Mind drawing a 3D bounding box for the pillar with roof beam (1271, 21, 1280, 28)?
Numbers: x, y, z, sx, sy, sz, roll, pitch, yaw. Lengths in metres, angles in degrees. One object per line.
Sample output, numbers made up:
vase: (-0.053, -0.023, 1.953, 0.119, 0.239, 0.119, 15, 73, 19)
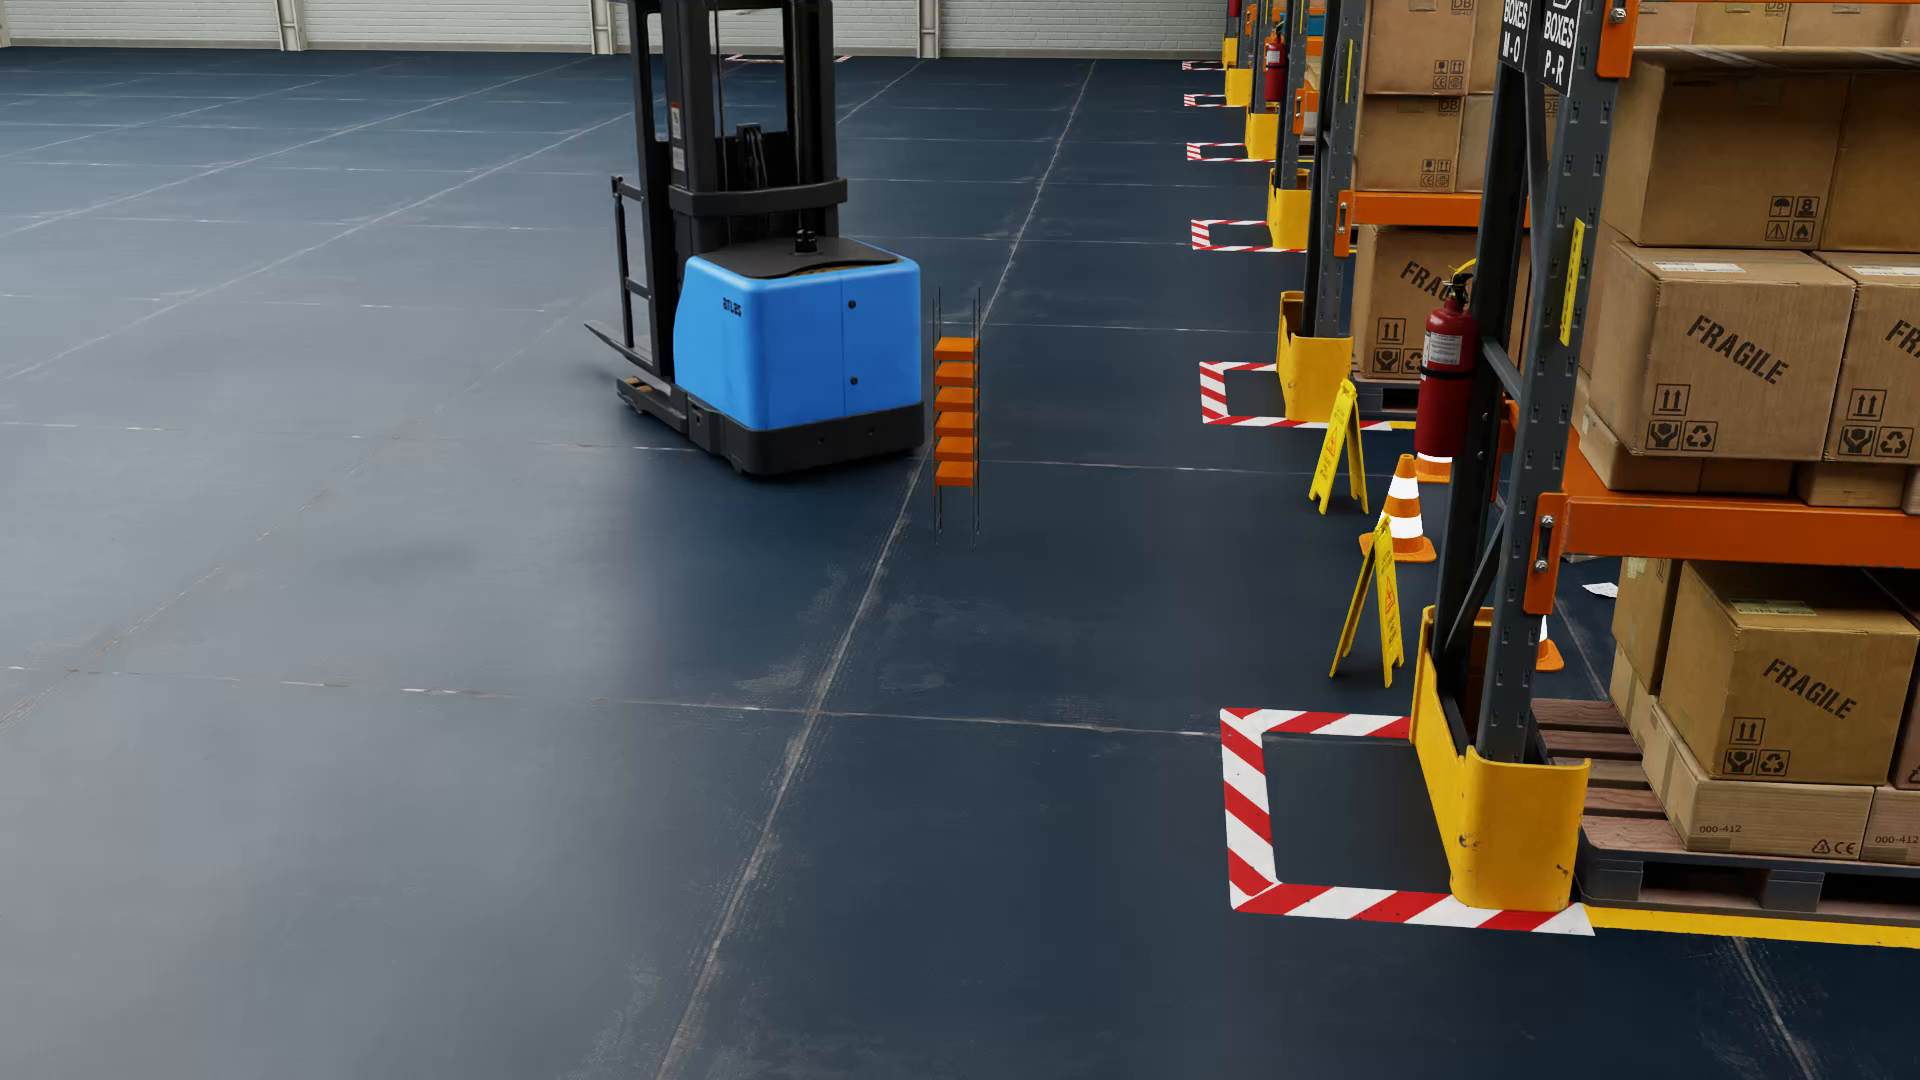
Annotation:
pillar with roof beam: (4.892, -11.027, 23.593, 0.400, 9.000, 9.100, 2, 22, 6)

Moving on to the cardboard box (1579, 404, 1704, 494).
cardboard box: (1.999, -0.273, 4.892, 0.250, 0.149, 0.380, 3, 22, 7)

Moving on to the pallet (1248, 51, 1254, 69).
pallet: (5.479, -8.175, 28.332, 1.213, 0.211, 1.003, 2, 22, 6)

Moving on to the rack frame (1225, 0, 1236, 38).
rack frame: (4.601, -9.524, 27.949, 0.127, 3.000, 1.000, 2, 22, 6)

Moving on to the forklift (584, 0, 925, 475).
forklift: (-1.399, -2.189, 9.491, 1.130, 2.935, 3.031, -13, 25, -29)

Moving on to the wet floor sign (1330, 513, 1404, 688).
wet floor sign: (1.624, 0.216, 6.516, 0.232, 0.644, 0.267, 11, 24, 25)

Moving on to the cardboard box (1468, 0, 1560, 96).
cardboard box: (3.089, -2.843, 9.379, 0.550, 0.550, 0.875, 2, 22, 6)

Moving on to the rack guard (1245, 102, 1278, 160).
rack guard: (3.516, -4.758, 19.295, 0.348, 0.500, 1.175, 2, 22, 6)

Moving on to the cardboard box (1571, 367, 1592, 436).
cardboard box: (2.083, -0.425, 5.277, 0.250, 0.149, 0.380, 3, 22, 8)

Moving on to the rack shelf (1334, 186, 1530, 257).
rack shelf: (4.155, -1.871, 9.570, 4.000, 0.370, 1.077, 2, 22, 6)

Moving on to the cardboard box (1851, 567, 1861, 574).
cardboard box: (3.031, 0.216, 5.464, 0.500, 0.500, 0.500, 3, 22, 8)

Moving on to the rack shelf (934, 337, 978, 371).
rack shelf: (-0.014, -0.852, 7.605, 0.180, 0.103, 0.258, 2, 22, 6)

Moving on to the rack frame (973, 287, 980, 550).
rack frame: (0.076, -0.555, 7.711, 0.006, 1.200, 0.240, 2, 22, 6)

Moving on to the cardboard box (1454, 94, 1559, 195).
cardboard box: (3.091, -2.346, 9.590, 0.550, 0.550, 0.875, 2, 22, 6)

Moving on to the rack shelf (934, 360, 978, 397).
rack shelf: (-0.014, -0.740, 7.649, 0.180, 0.103, 0.258, 2, 22, 6)

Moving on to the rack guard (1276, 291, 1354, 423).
rack guard: (2.145, -1.130, 10.119, 0.348, 0.500, 1.175, 2, 22, 6)

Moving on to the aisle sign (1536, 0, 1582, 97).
aisle sign: (1.588, -1.578, 4.316, 0.004, 0.787, 0.394, 2, 22, 6)

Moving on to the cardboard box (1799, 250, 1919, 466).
cardboard box: (2.639, -0.522, 4.639, 0.500, 0.500, 0.500, 3, 22, 8)

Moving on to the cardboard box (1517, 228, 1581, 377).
cardboard box: (3.724, -1.456, 9.862, 0.875, 0.875, 0.875, 2, 22, 5)

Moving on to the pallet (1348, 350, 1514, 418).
pallet: (2.972, -0.989, 10.154, 1.213, 0.211, 1.003, 2, 22, 6)

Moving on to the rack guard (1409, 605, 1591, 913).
rack guard: (1.762, 0.686, 5.525, 0.348, 0.500, 1.175, 2, 22, 6)

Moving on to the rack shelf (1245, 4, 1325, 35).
rack shelf: (6.008, -7.294, 23.287, 4.000, 0.370, 1.077, 2, 22, 6)

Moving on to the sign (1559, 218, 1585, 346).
sign: (1.623, -0.684, 4.414, 0.005, 0.325, 0.100, 2, 22, 6)

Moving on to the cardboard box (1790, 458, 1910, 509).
cardboard box: (2.506, -0.226, 4.773, 0.250, 0.149, 0.380, 2, 22, 5)

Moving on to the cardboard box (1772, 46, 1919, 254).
cardboard box: (2.721, -1.163, 4.900, 0.500, 0.500, 0.700, 3, 22, 7)

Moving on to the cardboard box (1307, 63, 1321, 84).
cardboard box: (3.160, -4.044, 14.431, 0.250, 0.149, 0.380, 2, 22, 6)

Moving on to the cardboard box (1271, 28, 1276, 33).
cardboard box: (4.590, -7.066, 23.880, 0.500, 0.500, 0.500, 2, 22, 6)

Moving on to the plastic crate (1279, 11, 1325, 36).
plastic crate: (3.968, -5.925, 19.049, 0.616, 0.251, 0.499, 2, 22, 6)

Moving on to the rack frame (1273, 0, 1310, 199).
rack frame: (2.853, -4.098, 14.226, 0.127, 3.000, 1.000, 2, 22, 6)

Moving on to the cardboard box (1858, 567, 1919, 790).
cardboard box: (2.998, 0.412, 4.965, 0.500, 0.500, 0.500, 2, 22, 4)

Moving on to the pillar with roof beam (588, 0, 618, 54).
pillar with roof beam: (-7.025, -11.546, 24.906, 0.400, 9.000, 9.100, 2, 22, 6)

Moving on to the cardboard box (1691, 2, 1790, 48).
cardboard box: (4.171, -2.794, 9.254, 0.500, 0.550, 0.875, 2, 22, 6)

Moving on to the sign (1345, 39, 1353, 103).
sign: (2.097, -2.529, 8.971, 0.005, 0.325, 0.100, 2, 22, 6)

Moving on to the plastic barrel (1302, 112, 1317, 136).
plastic barrel: (4.098, -4.944, 19.179, 0.421, 0.512, 0.421, 0, 22, 0)

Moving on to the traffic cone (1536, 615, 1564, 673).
traffic cone: (2.265, 0.247, 6.685, 0.334, 0.463, 0.336, 2, 22, 6)

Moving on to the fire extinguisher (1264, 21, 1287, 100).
fire extinguisher: (2.793, -4.235, 14.678, 0.183, 0.674, 0.296, 2, 22, 6)

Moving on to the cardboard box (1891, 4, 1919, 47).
cardboard box: (5.218, -2.700, 9.017, 0.550, 0.550, 0.875, 2, 22, 6)

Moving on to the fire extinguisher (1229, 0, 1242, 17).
fire extinguisher: (3.959, -7.854, 23.830, 0.183, 0.674, 0.296, 2, 22, 6)

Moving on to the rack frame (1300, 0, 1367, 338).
rack frame: (2.168, -2.292, 9.656, 0.127, 3.000, 1.000, 2, 22, 6)

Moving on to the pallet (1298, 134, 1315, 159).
pallet: (4.323, -4.586, 19.254, 1.213, 0.211, 1.003, 2, 22, 6)

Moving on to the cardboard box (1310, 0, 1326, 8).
cardboard box: (5.006, -7.715, 23.240, 0.500, 0.500, 0.700, 3, 22, 8)

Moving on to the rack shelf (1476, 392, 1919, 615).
rack shelf: (3.672, -0.059, 4.987, 4.000, 0.370, 1.077, 2, 22, 6)

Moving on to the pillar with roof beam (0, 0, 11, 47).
pillar with roof beam: (-18.942, -12.066, 26.219, 0.400, 9.000, 9.100, 2, 22, 6)

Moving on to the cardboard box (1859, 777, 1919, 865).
cardboard box: (2.961, 0.764, 5.096, 0.500, 0.250, 0.500, 3, 22, 8)

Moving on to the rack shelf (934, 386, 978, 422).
rack shelf: (-0.014, -0.629, 7.693, 0.180, 0.103, 0.258, 2, 22, 6)

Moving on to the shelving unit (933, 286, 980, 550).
shelving unit: (-0.014, -0.559, 7.721, 0.189, 1.200, 0.258, 2, 22, 6)
